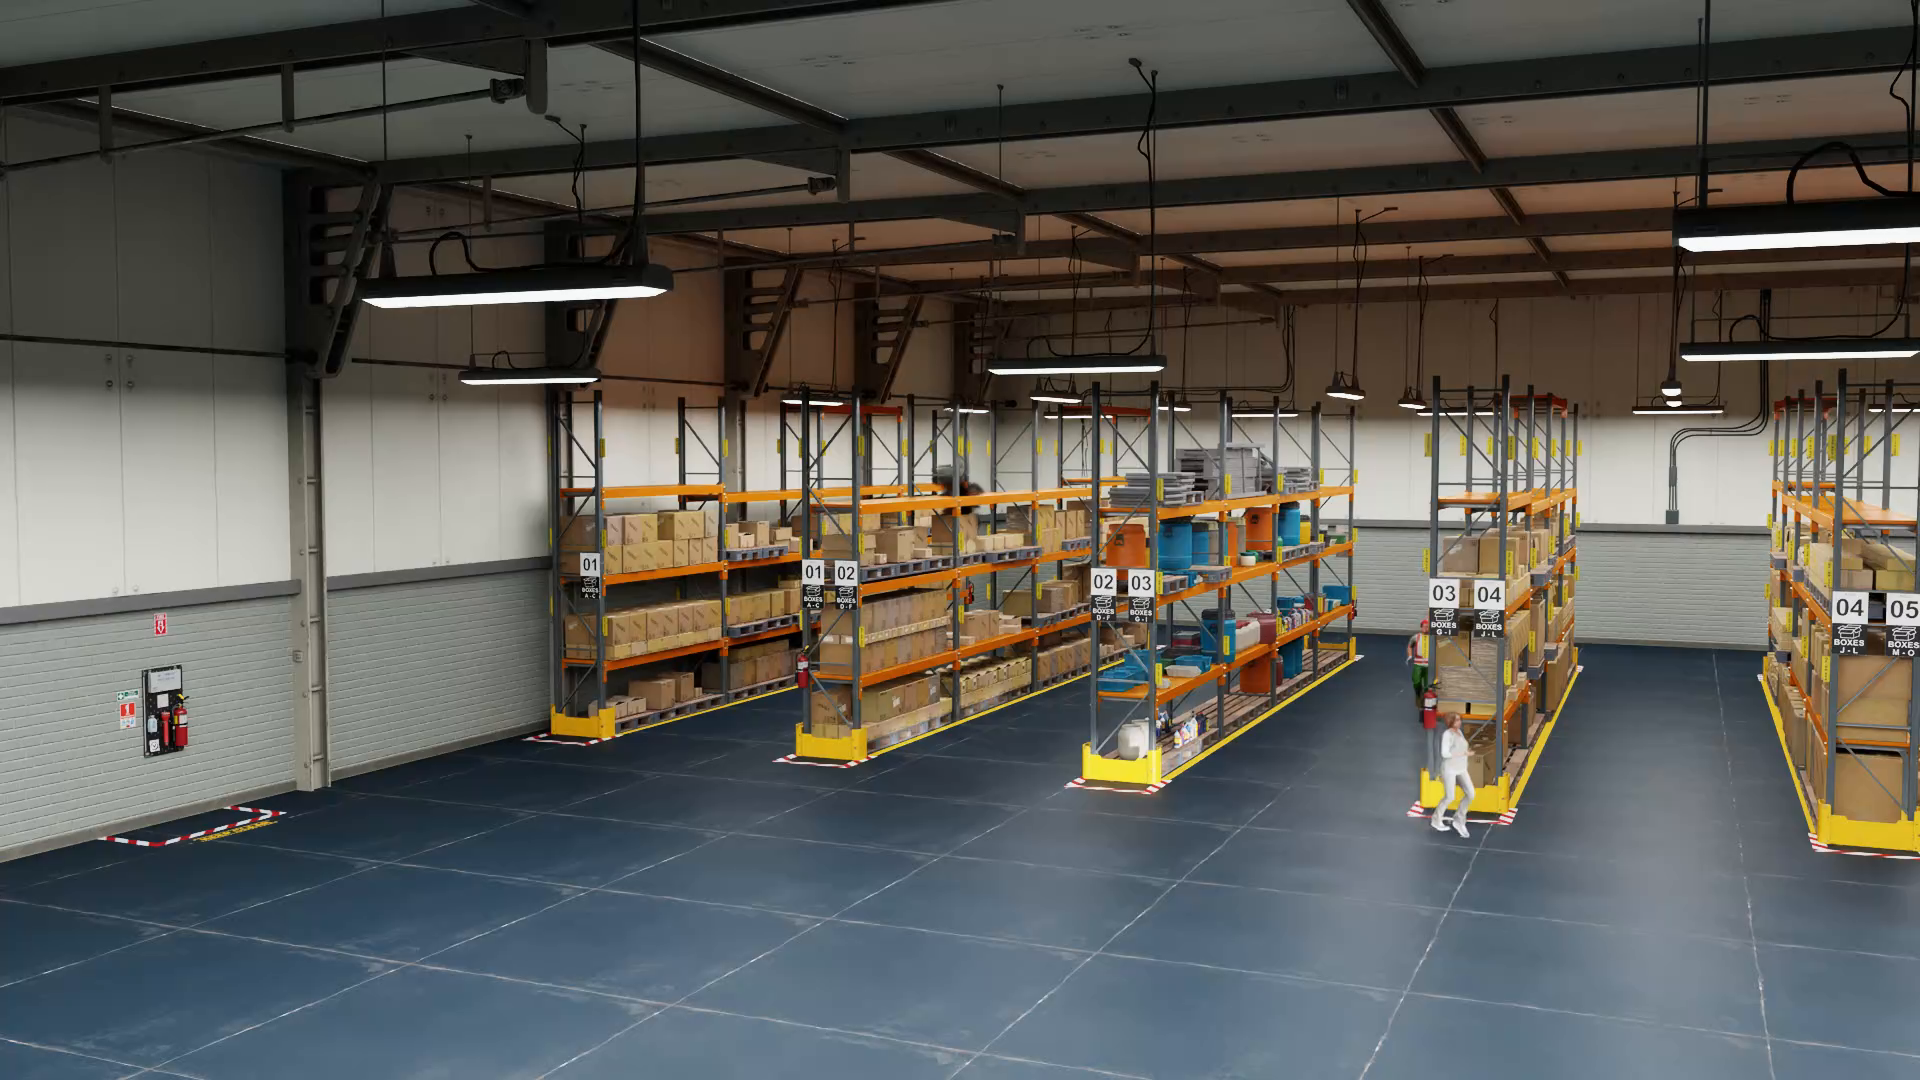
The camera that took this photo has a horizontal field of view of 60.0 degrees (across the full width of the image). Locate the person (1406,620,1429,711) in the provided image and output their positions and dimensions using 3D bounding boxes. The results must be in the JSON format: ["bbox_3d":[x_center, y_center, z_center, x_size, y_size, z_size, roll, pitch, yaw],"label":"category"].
[{"bbox_3d":[8.774,2.378,31.471,0.664,1.739,0.603,1,3,21],"label":"person"}]

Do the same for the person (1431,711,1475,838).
[{"bbox_3d":[6.381,3.017,21.431,0.514,1.620,0.652,-2,4,-37],"label":"person"}]
